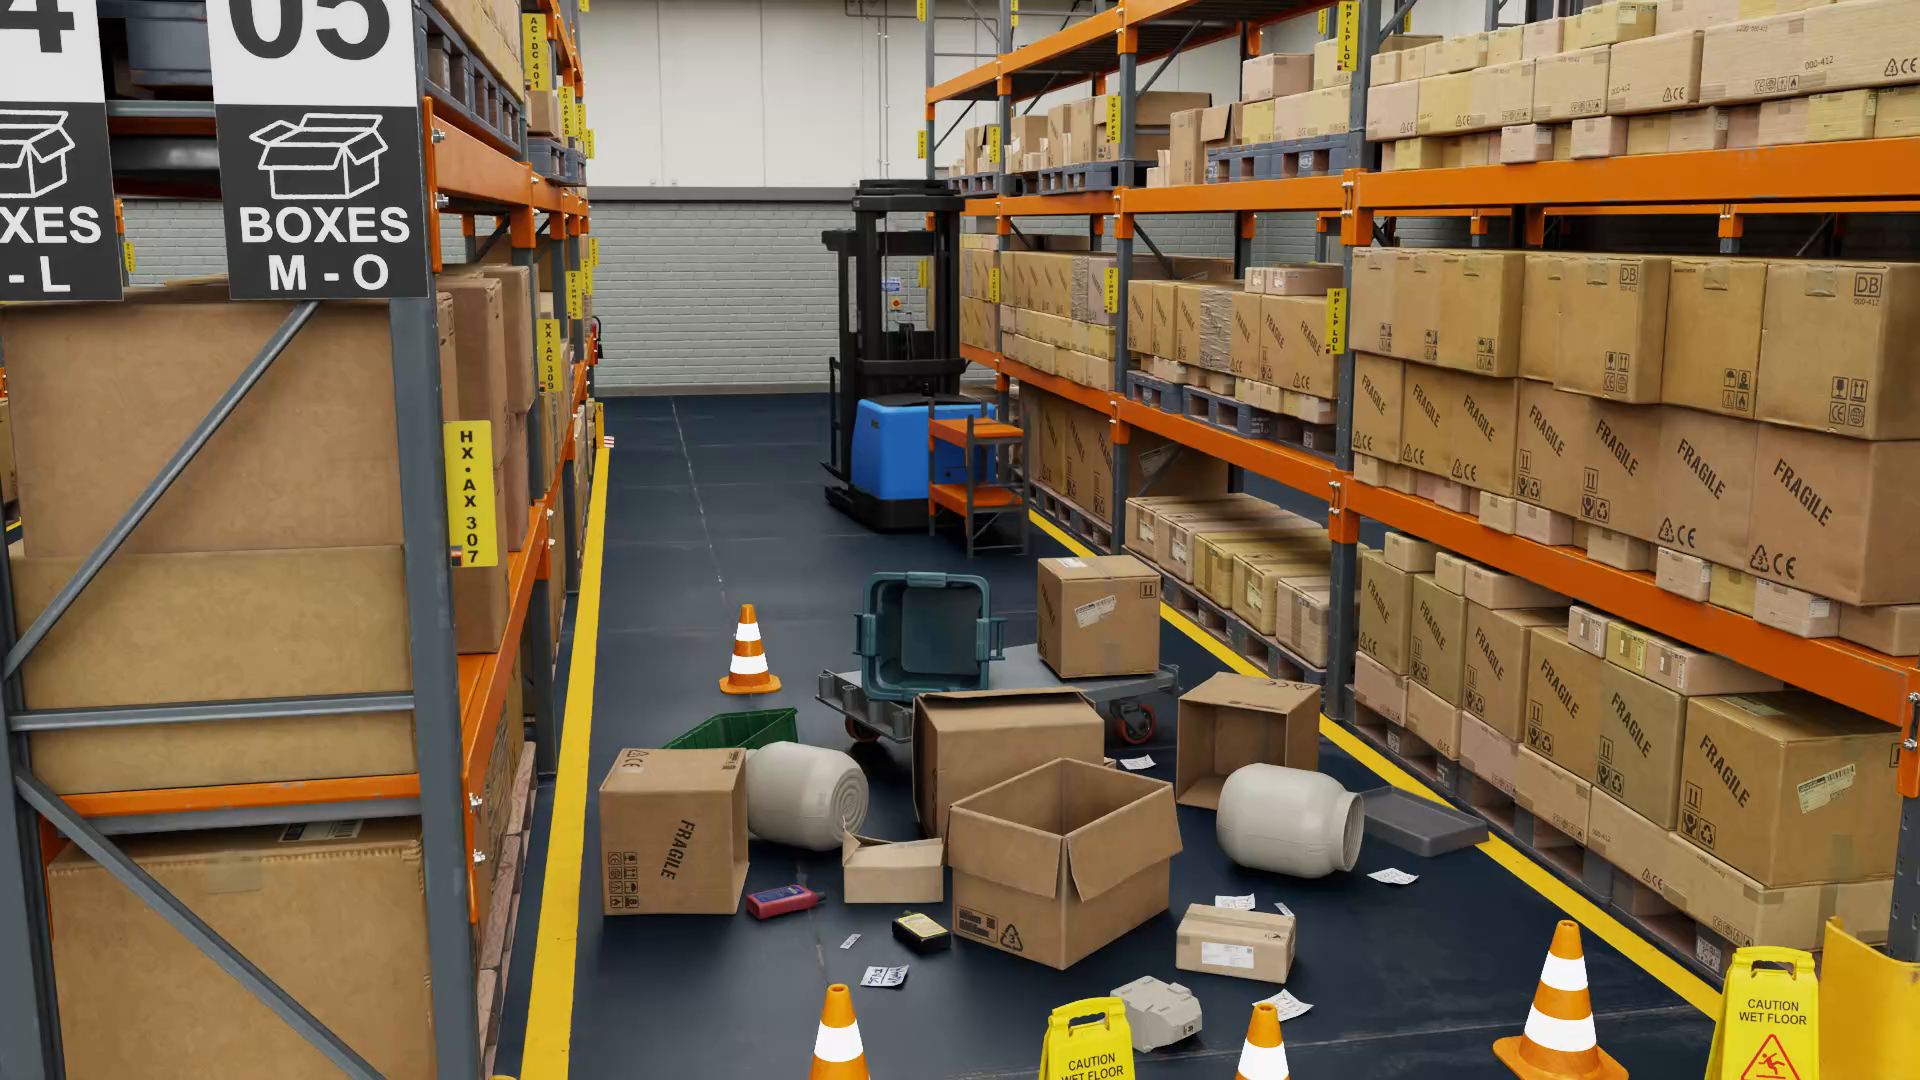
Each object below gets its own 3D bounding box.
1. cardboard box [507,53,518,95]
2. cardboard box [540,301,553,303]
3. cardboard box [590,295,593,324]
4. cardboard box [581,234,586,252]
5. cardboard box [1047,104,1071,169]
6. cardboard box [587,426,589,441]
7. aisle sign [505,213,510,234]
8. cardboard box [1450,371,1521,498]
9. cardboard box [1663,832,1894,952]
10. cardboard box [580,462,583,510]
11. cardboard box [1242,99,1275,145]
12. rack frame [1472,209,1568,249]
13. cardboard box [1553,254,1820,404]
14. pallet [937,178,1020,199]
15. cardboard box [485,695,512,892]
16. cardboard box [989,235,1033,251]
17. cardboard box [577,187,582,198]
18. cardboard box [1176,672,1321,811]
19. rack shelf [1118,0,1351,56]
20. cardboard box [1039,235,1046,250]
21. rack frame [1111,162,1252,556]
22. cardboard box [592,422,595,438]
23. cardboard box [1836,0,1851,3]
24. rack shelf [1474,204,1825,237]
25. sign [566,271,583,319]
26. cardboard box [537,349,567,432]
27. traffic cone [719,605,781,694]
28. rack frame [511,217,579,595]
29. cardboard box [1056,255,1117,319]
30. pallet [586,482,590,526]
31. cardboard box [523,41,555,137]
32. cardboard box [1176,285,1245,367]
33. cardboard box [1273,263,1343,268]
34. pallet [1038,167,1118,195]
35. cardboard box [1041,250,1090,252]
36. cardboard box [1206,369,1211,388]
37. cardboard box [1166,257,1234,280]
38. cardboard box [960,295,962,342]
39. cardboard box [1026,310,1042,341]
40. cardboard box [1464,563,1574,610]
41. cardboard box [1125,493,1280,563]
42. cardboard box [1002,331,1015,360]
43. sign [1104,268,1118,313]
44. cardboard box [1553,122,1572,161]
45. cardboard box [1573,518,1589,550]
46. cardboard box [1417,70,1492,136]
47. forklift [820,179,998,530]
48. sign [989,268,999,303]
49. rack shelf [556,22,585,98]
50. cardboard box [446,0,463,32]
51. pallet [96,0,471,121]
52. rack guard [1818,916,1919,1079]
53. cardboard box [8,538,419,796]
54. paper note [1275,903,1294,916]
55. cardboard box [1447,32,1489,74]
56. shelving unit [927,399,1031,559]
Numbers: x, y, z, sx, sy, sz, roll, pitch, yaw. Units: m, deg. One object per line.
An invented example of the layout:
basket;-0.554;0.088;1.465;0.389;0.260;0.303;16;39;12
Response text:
cardboard box;-1.920;-1.808;6.433;0.380;0.149;0.250;-2;11;-10
cardboard box;-3.341;-1.793;13.052;0.380;0.149;0.250;-2;11;-9
cardboard box;-4.400;-2.674;18.663;0.500;0.500;0.500;-2;11;-10
cardboard box;-4.092;-2.879;17.063;0.500;0.500;0.500;-3;11;-13
cardboard box;1.025;-3.325;13.732;0.500;0.500;0.500;-2;11;-10
cardboard box;-4.005;-1.085;17.079;0.380;0.149;0.250;-2;11;-11
aisle sign;-5.048;-3.832;18.854;0.394;0.787;0.004;-2;11;-11
cardboard box;2.448;-0.471;7.083;0.500;0.500;0.500;-2;11;-11
cardboard box;2.783;1.185;5.678;0.500;0.250;0.500;-2;11;-11
cardboard box;-3.276;-0.388;13.277;0.500;0.500;0.500;-2;11;-12
cardboard box;1.983;-2.445;9.773;0.500;0.250;0.500;-2;11;-10
rack frame;5.743;-2.198;17.224;1.000;3.000;0.127;-2;11;-11
cardboard box;2.604;-0.771;5.990;0.700;0.500;0.500;-2;11;-12
pallet;0.251;-4.045;19.142;1.003;0.211;1.213;-2;11;-11
cardboard box;-2.173;0.769;6.192;0.875;0.875;0.875;-2;11;-11
cardboard box;0.502;-2.921;16.345;0.380;0.149;0.250;-2;11;-12
cardboard box;-3.793;-3.313;15.459;0.500;0.250;0.500;-2;11;-8
cardboard box;1.304;0.923;7.504;0.500;0.500;0.500;6;12;28
rack shelf;2.041;-3.314;10.034;1.077;0.370;4.000;-2;11;-11
cardboard box;1.002;-2.990;16.706;0.380;0.149;0.250;-2;11;-10
rack frame;1.652;-1.284;12.418;1.000;3.000;0.127;-2;11;-11
cardboard box;-4.283;-1.226;18.615;0.380;0.149;0.250;-2;11;-9
cardboard box;2.840;-1.658;4.903;0.380;0.149;0.250;-2;11;-10
rack shelf;6.132;-2.952;15.084;1.077;0.370;4.000;-2;11;-11
sign;-2.640;-1.675;11.376;0.100;0.325;0.005;-2;11;-11
cardboard box;-2.640;-0.878;10.020;0.500;0.500;0.500;-2;11;-12
traffic cone;-1.185;0.594;9.338;0.336;0.463;0.334;-2;11;-11
rack frame;-3.183;-1.085;11.375;1.000;3.000;0.127;-2;11;-11
cardboard box;1.097;-2.094;13.736;0.500;0.500;0.500;-2;11;-11
pallet;-3.809;-0.306;14.740;1.003;0.211;1.213;-2;11;-11
cardboard box;-2.571;-2.554;9.415;0.500;0.500;0.500;-2;11;-11
cardboard box;1.731;-1.402;10.852;0.500;0.500;0.500;-2;11;-10
cardboard box;2.247;-1.714;10.758;0.380;0.149;0.250;-3;11;-14
pallet;1.255;-2.985;13.842;1.003;0.211;1.213;-2;11;-8
cardboard box;1.019;-2.654;16.675;0.500;0.500;0.500;-2;11;-11
cardboard box;1.813;-1.052;10.751;0.380;0.149;0.250;-2;11;-9
cardboard box;1.796;-1.923;12.837;0.500;0.500;0.500;-2;11;-13
cardboard box;0.229;-2.424;18.145;0.500;0.500;0.500;-2;11;-9
cardboard box;0.884;-1.910;14.773;0.500;0.250;0.500;-2;11;-10
cardboard box;2.403;0.194;7.145;0.380;0.149;0.250;-1;11;-8
cardboard box;1.752;-0.095;12.078;0.950;0.372;0.625;-3;11;-15
cardboard box;0.701;-1.853;15.812;0.500;0.250;0.500;-2;11;-12
sign;1.109;-1.832;12.200;0.100;0.325;0.005;-2;11;-11
cardboard box;2.550;-1.551;6.471;0.380;0.149;0.250;-2;11;-11
cardboard box;2.648;-0.035;6.529;0.380;0.149;0.250;-2;11;-11
cardboard box;2.357;-1.911;7.298;0.500;0.250;0.500;-2;11;-11
forklift;-0.615;-1.758;15.093;1.130;2.935;3.031;-3;11;-18
sign;0.330;-2.461;16.076;0.100;0.325;0.005;-2;11;-11
rack shelf;-4.350;-4.778;16.663;1.077;0.370;4.000;-2;11;-11
cardboard box;-1.478;-1.391;4.239;0.380;0.149;0.250;-2;11;-11
pallet;-1.782;-1.183;4.107;1.003;0.211;1.213;-2;11;-11
rack guard;3.194;1.398;5.016;1.175;0.500;0.348;-2;11;-11
cardboard box;-1.744;0.242;4.001;0.875;0.550;0.550;-2;11;-11
paper note;1.230;1.402;6.306;0.032;0.001;0.123;-2;11;-11
cardboard box;2.318;-2.078;7.107;0.380;0.149;0.250;-2;11;-11
shelving unit;0.140;-0.510;13.368;0.538;1.125;1.048;-3;11;-18
